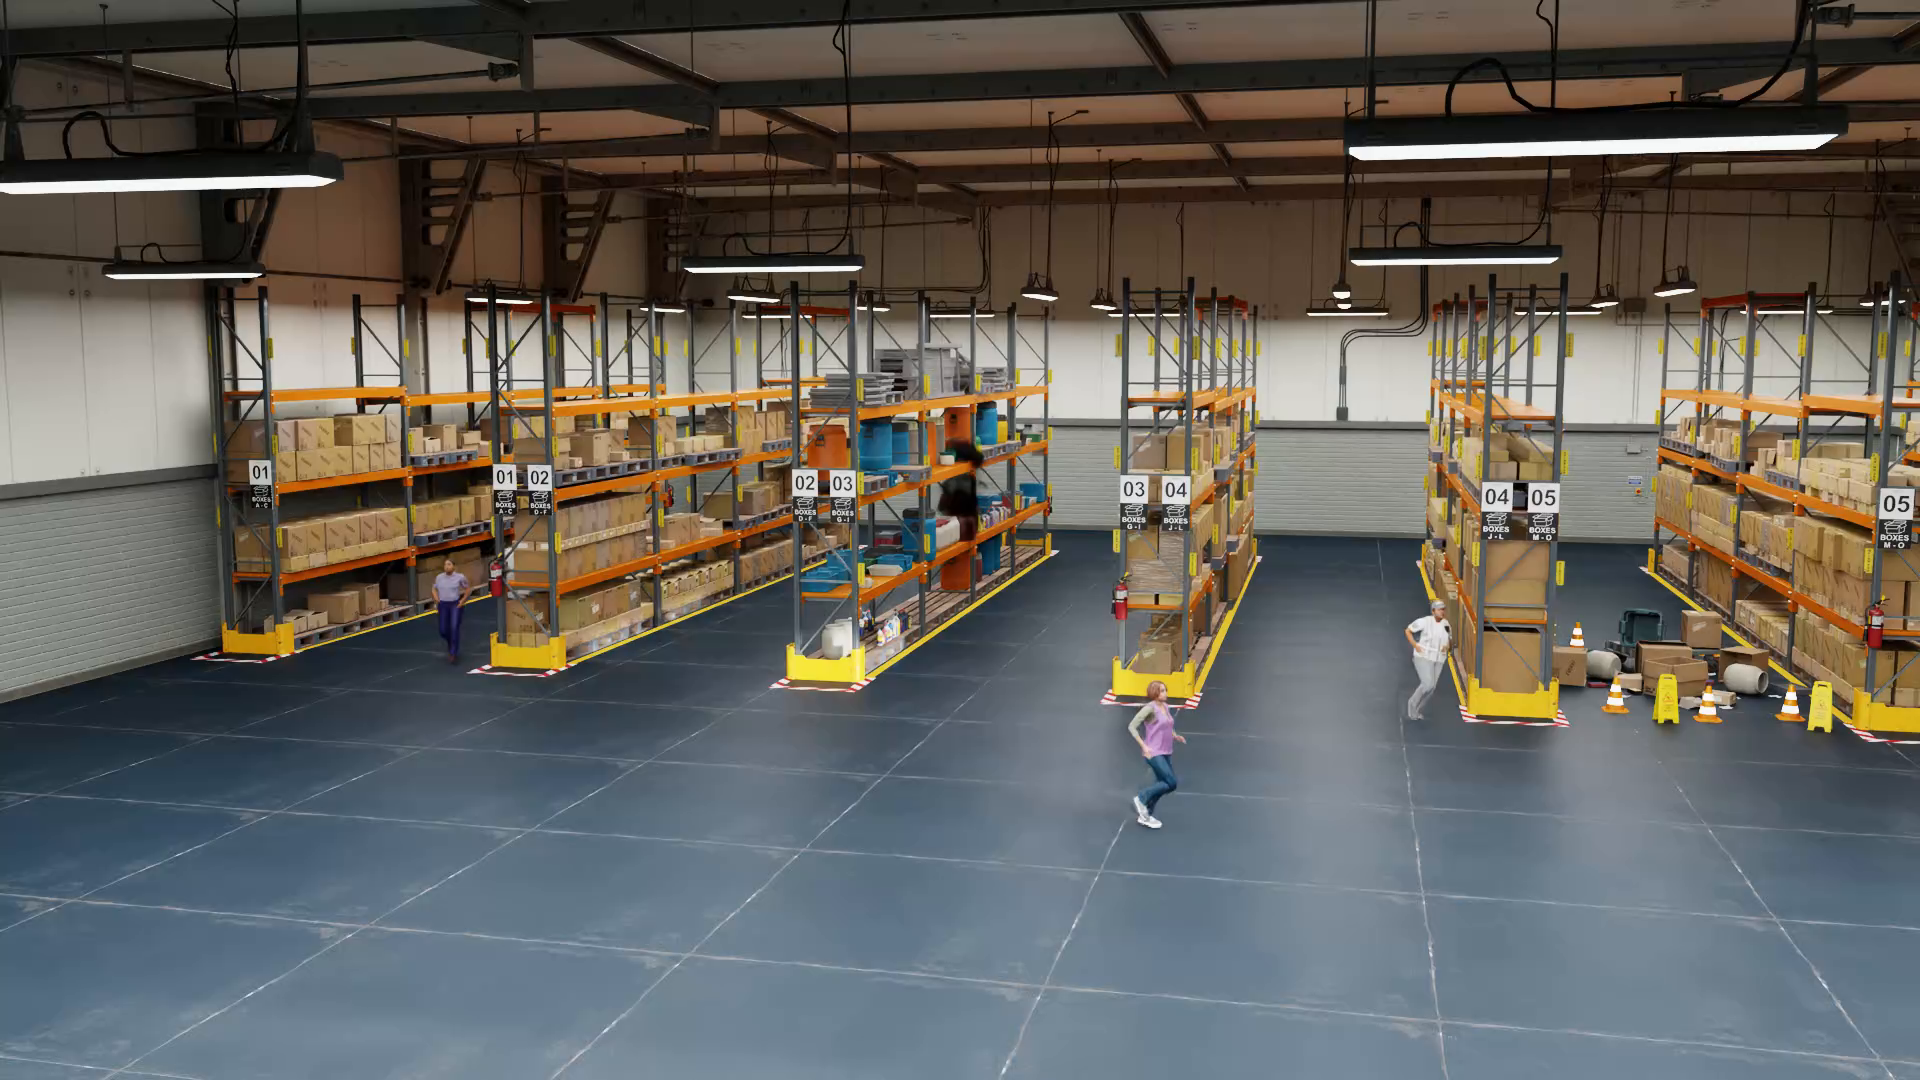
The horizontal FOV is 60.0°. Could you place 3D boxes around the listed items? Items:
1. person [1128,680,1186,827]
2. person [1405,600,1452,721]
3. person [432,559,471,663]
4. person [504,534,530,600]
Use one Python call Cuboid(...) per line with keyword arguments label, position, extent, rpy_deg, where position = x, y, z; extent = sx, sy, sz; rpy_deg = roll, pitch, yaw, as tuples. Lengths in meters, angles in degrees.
Cuboid(label="person", position=(2.089, 2.240, 17.338), extent=(0.549, 1.559, 0.522), rpy_deg=(5, 8, 35))
Cuboid(label="person", position=(6.355, 1.622, 22.449), extent=(0.596, 1.634, 0.589), rpy_deg=(-2, 7, -19))
Cuboid(label="person", position=(-8.243, 1.120, 26.923), extent=(0.609, 1.656, 0.726), rpy_deg=(0, 7, 1))
Cuboid(label="person", position=(-7.676, 0.789, 28.920), extent=(0.681, 1.831, 0.832), rpy_deg=(1, 7, 8))
